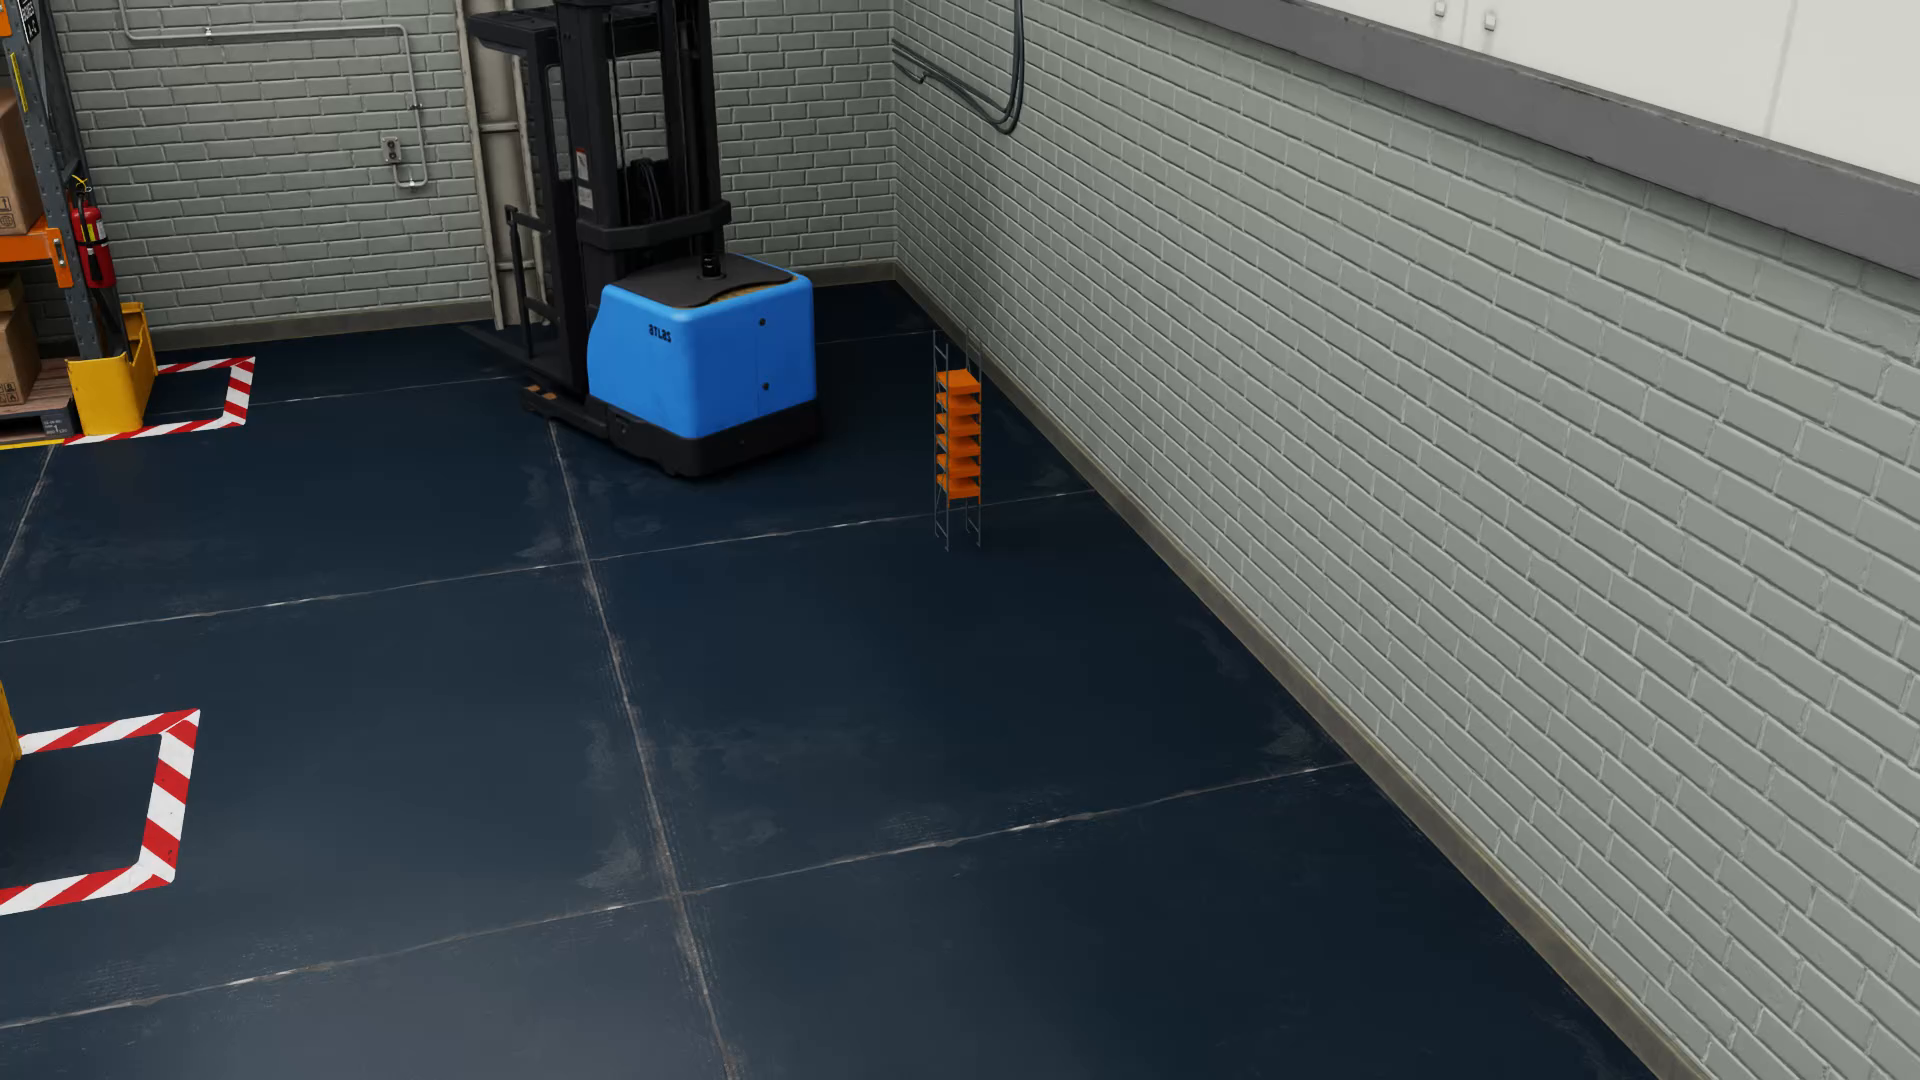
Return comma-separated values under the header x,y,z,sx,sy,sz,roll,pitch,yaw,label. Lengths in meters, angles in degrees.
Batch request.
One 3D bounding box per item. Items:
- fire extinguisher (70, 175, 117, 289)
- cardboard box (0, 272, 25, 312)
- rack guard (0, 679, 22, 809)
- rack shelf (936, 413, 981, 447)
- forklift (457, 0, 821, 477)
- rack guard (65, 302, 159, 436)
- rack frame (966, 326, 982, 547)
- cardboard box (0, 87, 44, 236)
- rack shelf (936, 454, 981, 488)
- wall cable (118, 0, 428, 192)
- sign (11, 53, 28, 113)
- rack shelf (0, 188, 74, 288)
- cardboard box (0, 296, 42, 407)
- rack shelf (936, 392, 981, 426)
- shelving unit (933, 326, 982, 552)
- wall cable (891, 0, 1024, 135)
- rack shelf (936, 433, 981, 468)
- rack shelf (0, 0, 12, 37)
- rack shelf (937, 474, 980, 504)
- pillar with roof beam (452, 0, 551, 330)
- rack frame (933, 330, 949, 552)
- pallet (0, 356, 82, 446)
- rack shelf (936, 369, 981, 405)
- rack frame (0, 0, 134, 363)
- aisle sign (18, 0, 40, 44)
x,y,z,sx,sy,sz,roll,pitch,yaw,label
-5.330,-1.888,10.185,0.183,0.674,0.296,-8,28,-16,fire extinguisher
-6.195,-1.586,10.680,0.250,0.149,0.380,-8,28,-16,cardboard box
-4.151,0.960,6.753,0.348,0.500,1.175,-8,28,-16,rack guard
-0.014,-0.603,8.946,0.180,0.103,0.258,-8,28,-16,rack shelf
-2.265,-2.247,10.480,1.130,2.935,3.031,-24,35,-39,forklift
-5.594,-1.147,10.999,0.348,0.500,1.175,-8,28,-16,rack guard
0.073,-0.548,9.005,0.006,1.200,0.240,-8,28,-16,rack frame
-6.099,-2.323,10.219,0.700,0.700,0.980,-7,27,-14,cardboard box
-0.014,-0.388,9.052,0.180,0.103,0.258,-8,28,-16,rack shelf
-4.692,-3.295,11.371,1.851,1.984,0.084,-8,28,-16,wall cable
-5.462,-2.657,9.660,0.005,0.325,0.100,-8,28,-16,sign
-7.518,-1.666,10.041,4.000,0.370,1.077,-8,28,-16,rack shelf
-6.251,-1.193,10.619,0.500,0.500,0.700,-8,28,-16,cardboard box
-0.014,-0.711,8.892,0.180,0.103,0.258,-8,28,-16,rack shelf
-0.014,-0.535,8.979,0.189,1.200,0.258,-8,28,-16,shelving unit
-0.128,-4.188,11.057,0.112,2.526,3.097,-8,28,-16,wall cable
-0.014,-0.496,8.999,0.180,0.103,0.258,-8,28,-16,rack shelf
-7.518,-3.009,9.374,4.000,0.370,1.077,-8,28,-16,rack shelf
-0.014,-0.281,9.106,0.180,0.103,0.258,-8,28,-16,rack shelf
-1.984,-3.868,6.921,0.400,9.000,9.100,-8,28,-16,pillar with roof beam
-0.101,-0.523,8.954,0.006,1.200,0.240,-8,28,-16,rack frame
-6.353,-0.871,10.768,1.213,0.211,1.003,-8,28,-16,pallet
-0.014,-0.818,8.839,0.180,0.103,0.258,-8,28,-16,rack shelf
-5.617,-2.264,10.436,0.127,3.000,1.000,-8,28,-16,rack frame
-5.455,-3.311,9.623,0.004,0.787,0.394,-8,28,-16,aisle sign
